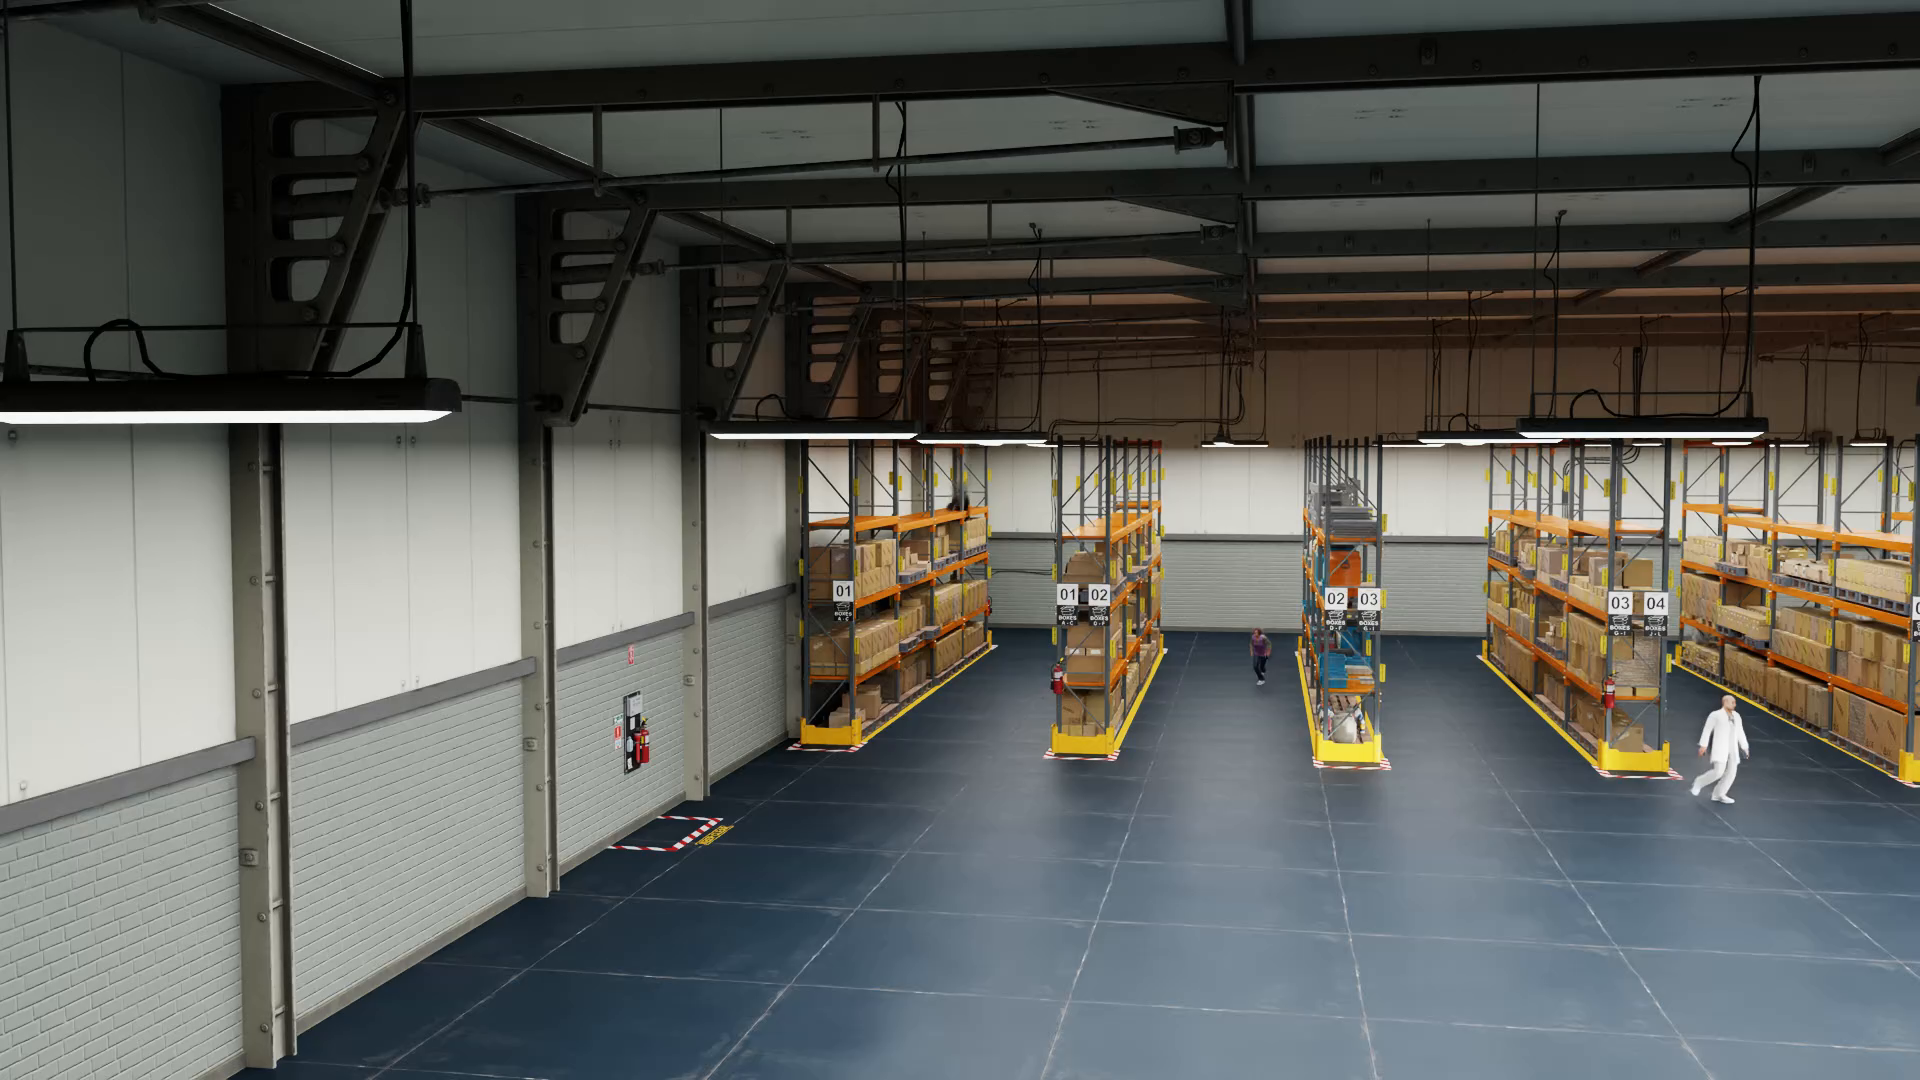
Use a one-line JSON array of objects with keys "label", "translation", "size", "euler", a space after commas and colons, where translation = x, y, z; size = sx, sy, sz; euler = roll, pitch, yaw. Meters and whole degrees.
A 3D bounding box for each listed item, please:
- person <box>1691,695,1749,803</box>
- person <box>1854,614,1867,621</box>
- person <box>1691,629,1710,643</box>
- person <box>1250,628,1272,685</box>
[{"label": "person", "translation": [12.326, 3.436, 27.019], "size": [0.814, 1.637, 0.630], "euler": [-1, 3, -18]}, {"label": "person", "translation": [24.385, 2.479, 45.061], "size": [0.727, 1.606, 0.612], "euler": [1, 3, 20]}, {"label": "person", "translation": [20.332, 2.457, 45.391], "size": [0.730, 1.695, 0.593], "euler": [0, 3, 7]}, {"label": "person", "translation": [7.361, 2.825, 40.579], "size": [0.555, 1.419, 0.841], "euler": [1, 3, 26]}]
